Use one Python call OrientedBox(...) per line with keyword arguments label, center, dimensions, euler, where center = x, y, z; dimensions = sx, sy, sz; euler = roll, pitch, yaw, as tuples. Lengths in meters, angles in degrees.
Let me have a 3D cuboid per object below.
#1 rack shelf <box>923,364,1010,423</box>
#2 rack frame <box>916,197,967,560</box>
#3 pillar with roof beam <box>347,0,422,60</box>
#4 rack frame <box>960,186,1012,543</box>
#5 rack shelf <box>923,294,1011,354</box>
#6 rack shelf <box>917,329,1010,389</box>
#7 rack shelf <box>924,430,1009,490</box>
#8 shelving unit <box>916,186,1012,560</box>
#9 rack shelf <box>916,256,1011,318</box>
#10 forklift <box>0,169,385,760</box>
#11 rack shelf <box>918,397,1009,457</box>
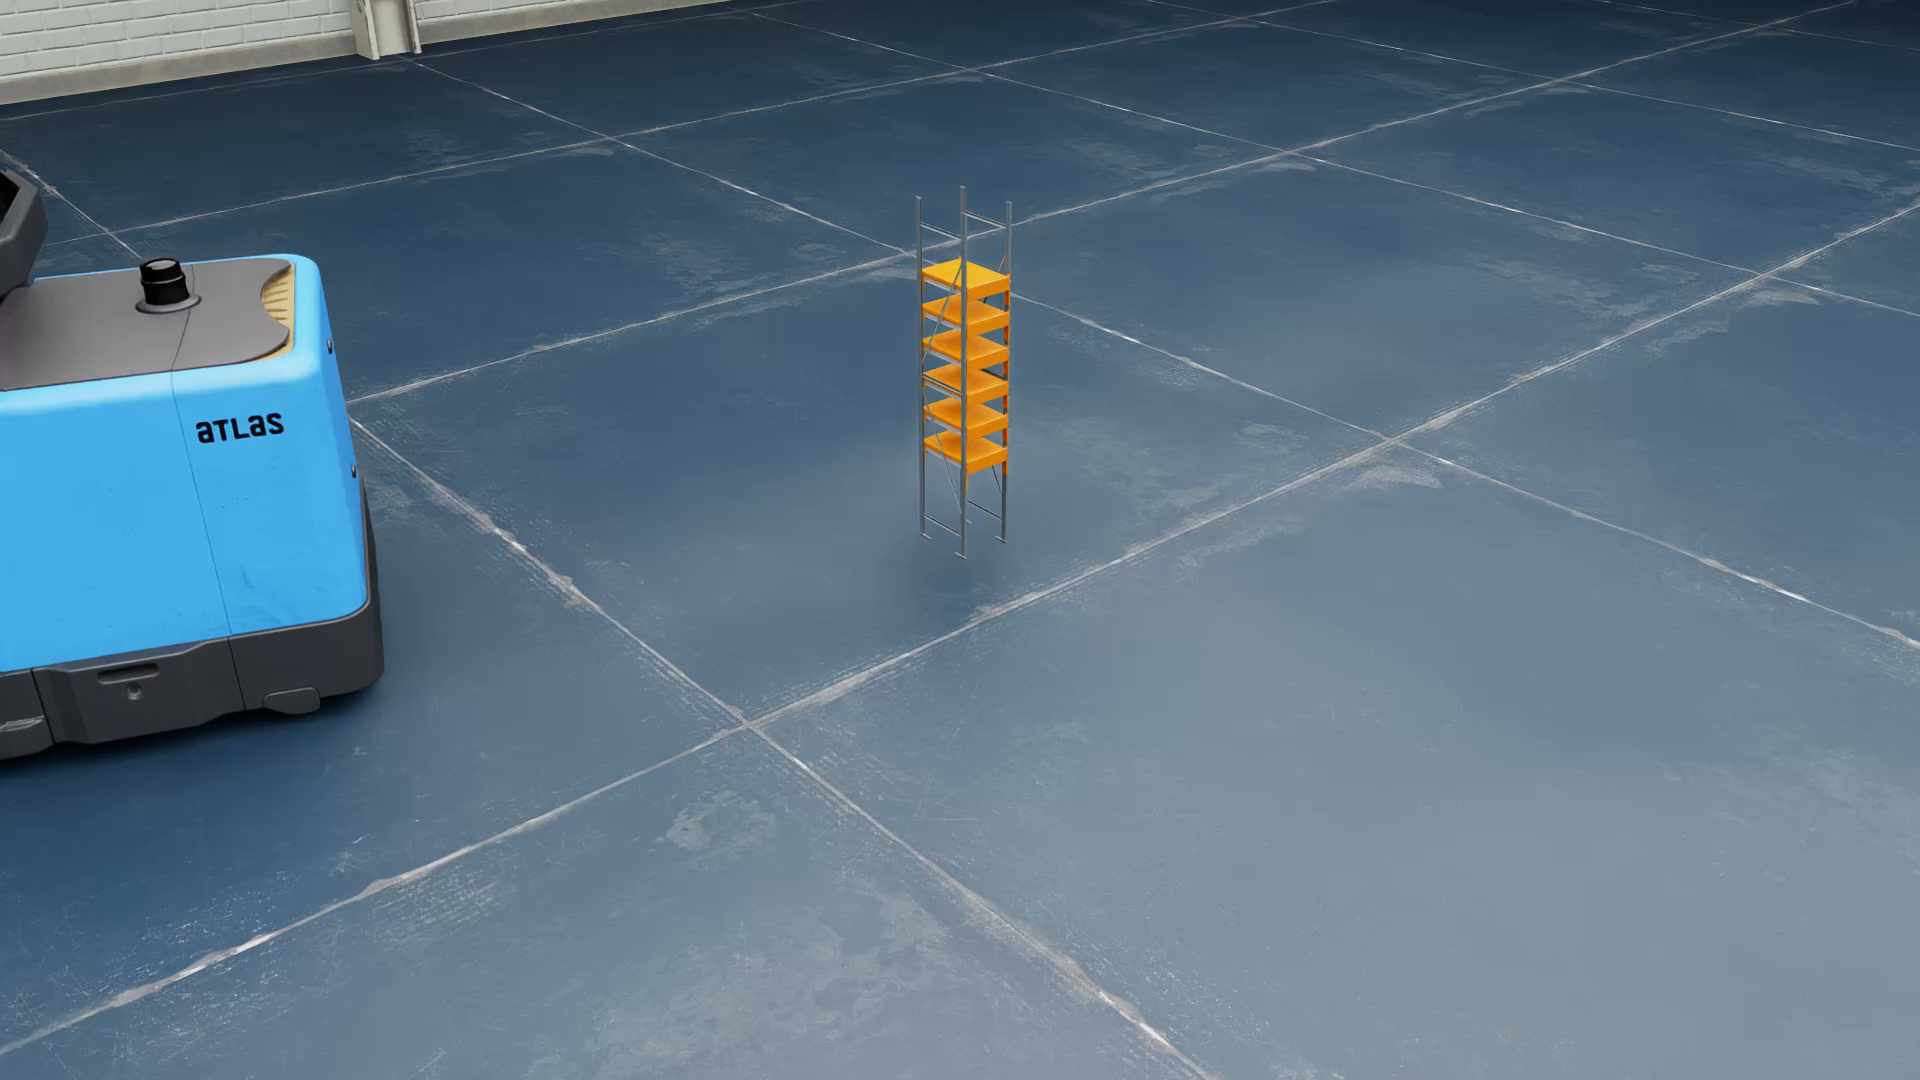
OrientedBox(label="rack shelf", center=(0.011, -0.494, 5.496), dimensions=(0.180, 0.103, 0.258), euler=(-22, 35, -35))
OrientedBox(label="rack frame", center=(-0.059, -0.506, 5.423), dimensions=(0.006, 1.200, 0.240), euler=(-22, 35, -35))
OrientedBox(label="pillar with roof beam", center=(-1.575, -6.154, 7.719), dimensions=(0.400, 9.000, 9.100), euler=(-22, 35, -35))
OrientedBox(label="rack frame", center=(0.081, -0.562, 5.528), dimensions=(0.006, 1.200, 0.240), euler=(-22, 35, -35))
OrientedBox(label="rack shelf", center=(0.011, -0.706, 5.383), dimensions=(0.180, 0.103, 0.258), euler=(-22, 35, -35))
OrientedBox(label="rack shelf", center=(0.011, -0.600, 5.440), dimensions=(0.180, 0.103, 0.258), euler=(-22, 35, -35))
OrientedBox(label="rack shelf", center=(0.011, -0.283, 5.610), dimensions=(0.180, 0.103, 0.258), euler=(-22, 35, -35))
OrientedBox(label="shelving unit", center=(0.011, -0.534, 5.475), dimensions=(0.189, 1.200, 0.258), euler=(-22, 35, -35))
OrientedBox(label="rack shelf", center=(0.011, -0.812, 5.327), dimensions=(0.180, 0.103, 0.258), euler=(-22, 35, -35))
OrientedBox(label="forklift", center=(-3.261, -0.804, 4.145), dimensions=(3.031, 2.935, 1.130), euler=(-9, 30, -17))
OrientedBox(label="rack shelf", center=(0.011, -0.389, 5.553), dimensions=(0.180, 0.103, 0.258), euler=(-22, 35, -35))
